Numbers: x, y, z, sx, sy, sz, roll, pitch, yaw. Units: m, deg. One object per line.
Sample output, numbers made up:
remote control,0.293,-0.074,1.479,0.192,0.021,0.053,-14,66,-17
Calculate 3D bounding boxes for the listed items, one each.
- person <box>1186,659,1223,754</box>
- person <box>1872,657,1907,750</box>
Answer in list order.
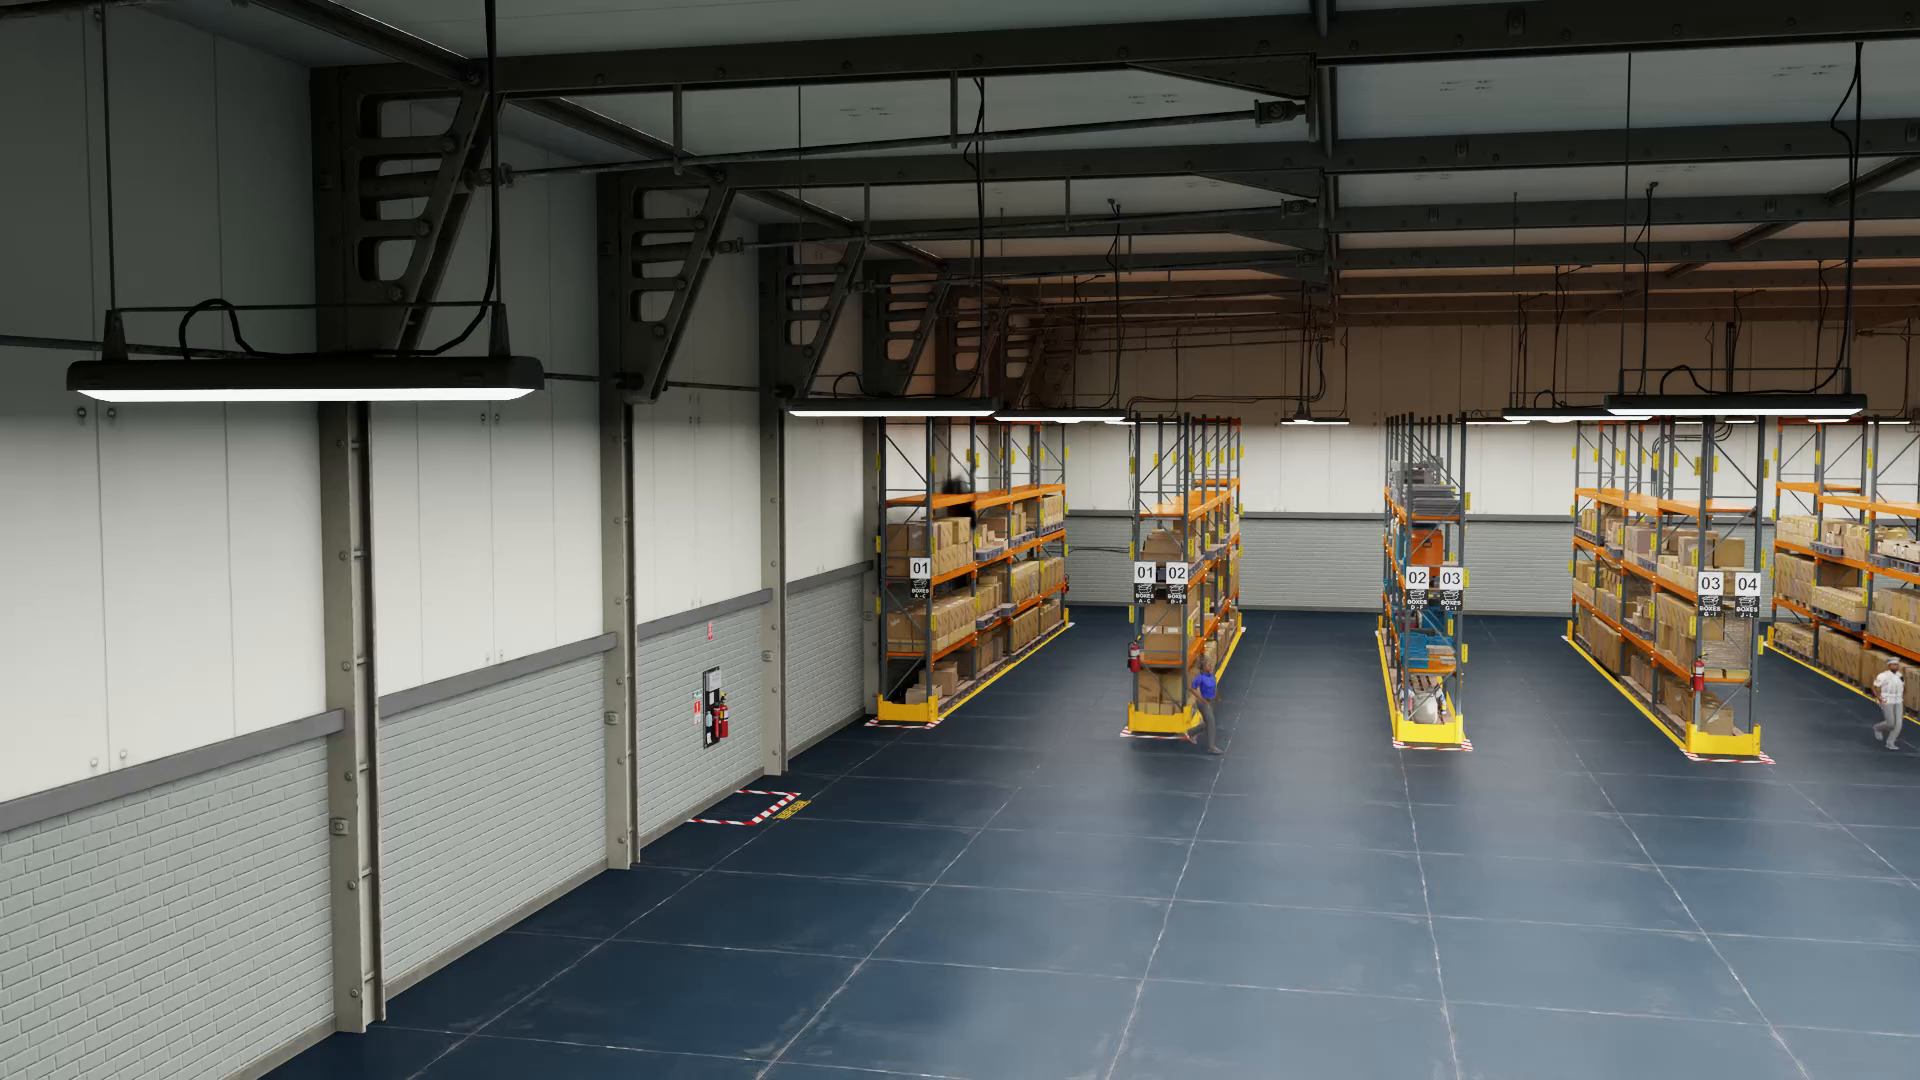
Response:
person,4.293,2.916,29.341,0.780,1.638,0.595,3,5,38
person,16.585,2.891,29.641,0.591,1.654,0.575,0,4,-4
